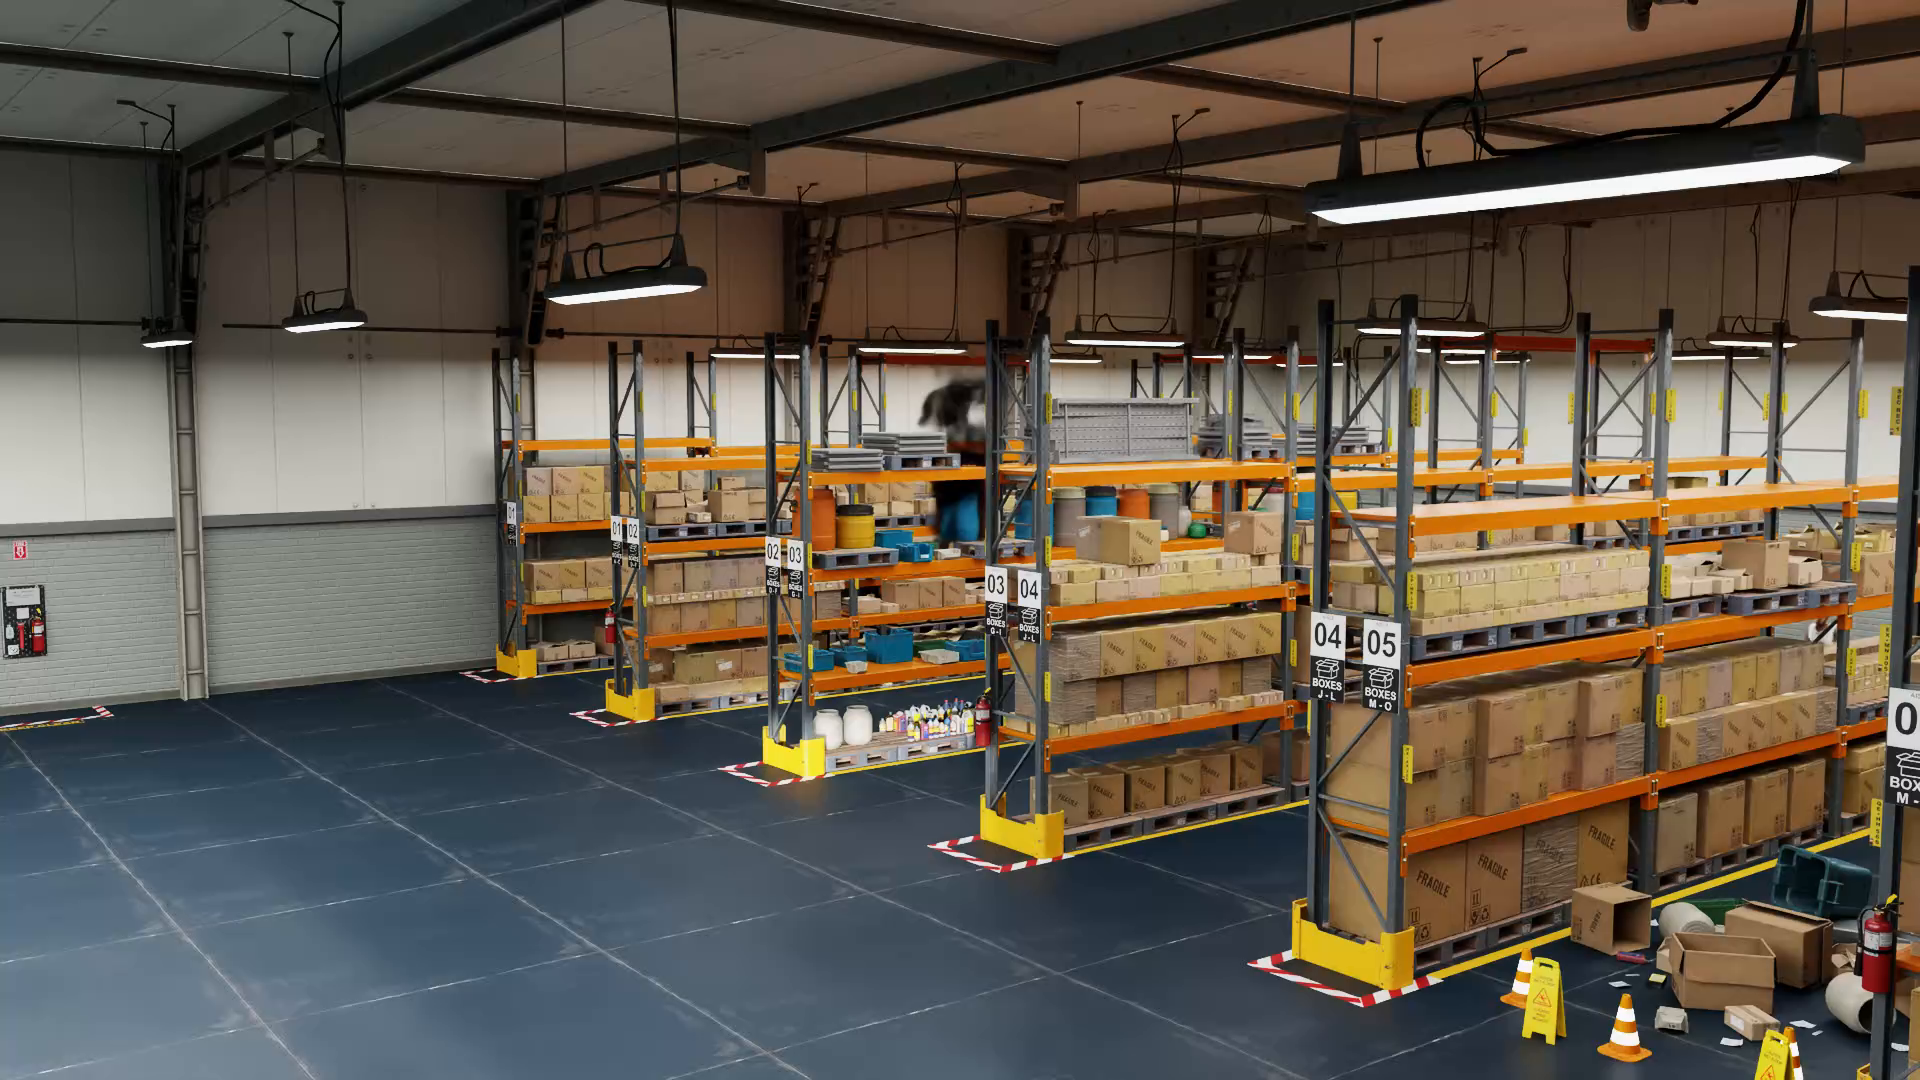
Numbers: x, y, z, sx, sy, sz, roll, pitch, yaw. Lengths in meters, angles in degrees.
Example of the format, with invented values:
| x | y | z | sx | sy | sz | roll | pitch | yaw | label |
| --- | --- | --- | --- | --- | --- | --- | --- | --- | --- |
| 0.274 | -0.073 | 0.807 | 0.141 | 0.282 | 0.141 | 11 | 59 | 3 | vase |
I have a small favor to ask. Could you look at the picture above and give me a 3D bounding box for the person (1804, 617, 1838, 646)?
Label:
| x | y | z | sx | sy | sz | roll | pitch | yaw | label |
| --- | --- | --- | --- | --- | --- | --- | --- | --- | --- |
| 13.906 | 1.954 | 26.723 | 0.788 | 1.755 | 0.700 | -4 | 6 | -37 | person |
